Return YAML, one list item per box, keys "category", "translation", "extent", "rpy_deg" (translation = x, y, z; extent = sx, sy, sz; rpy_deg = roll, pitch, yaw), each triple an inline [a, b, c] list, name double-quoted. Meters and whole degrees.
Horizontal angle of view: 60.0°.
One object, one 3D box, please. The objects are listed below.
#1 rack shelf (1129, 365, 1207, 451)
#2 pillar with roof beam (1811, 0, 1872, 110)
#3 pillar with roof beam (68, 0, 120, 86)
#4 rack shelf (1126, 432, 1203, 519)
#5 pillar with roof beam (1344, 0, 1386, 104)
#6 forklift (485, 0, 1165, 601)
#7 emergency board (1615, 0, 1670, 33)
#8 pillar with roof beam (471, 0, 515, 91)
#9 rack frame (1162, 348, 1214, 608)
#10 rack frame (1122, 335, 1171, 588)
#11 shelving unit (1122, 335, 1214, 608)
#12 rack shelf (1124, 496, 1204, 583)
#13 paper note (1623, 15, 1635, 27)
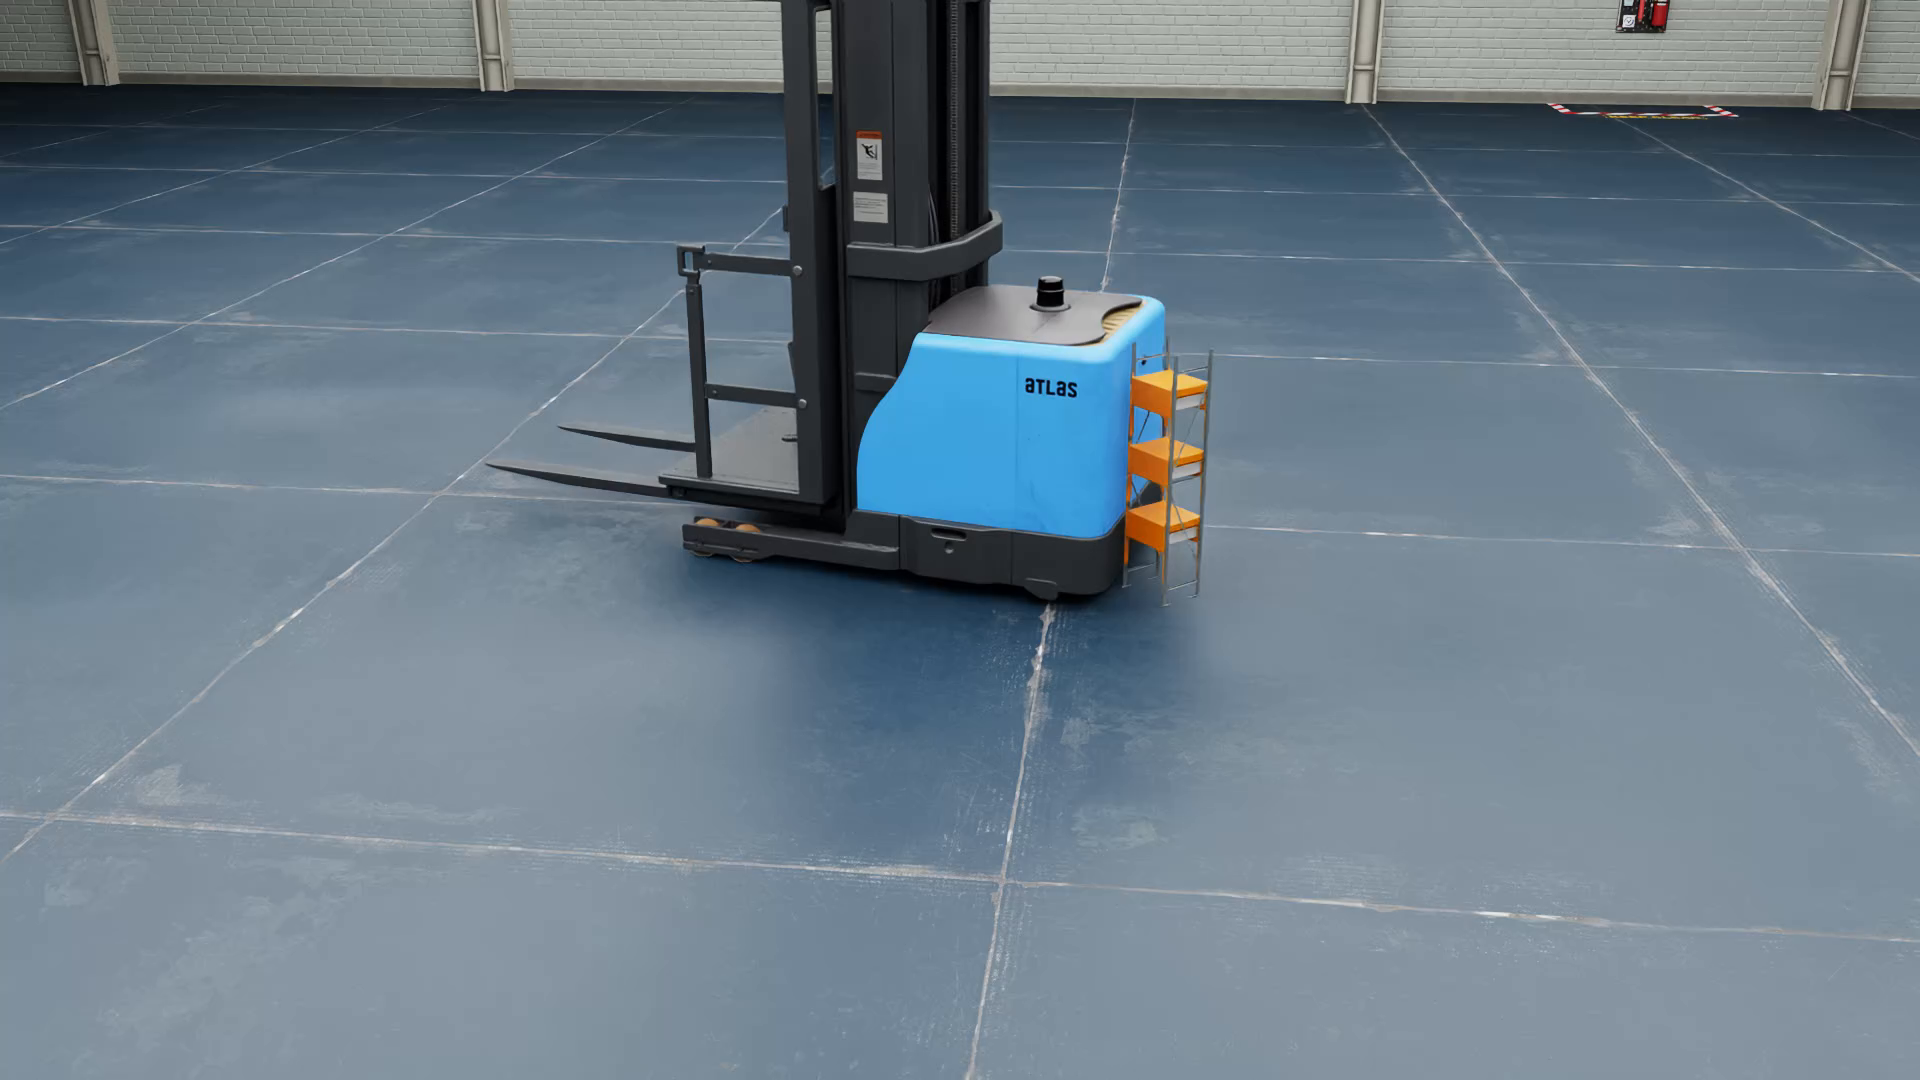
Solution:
- category: "rack shelf"
  translation: [0.832, -0.527, 6.601]
  extent: [0.215, 0.259, 0.240]
  rpy_deg: [-15, 26, -33]
- category: "pillar with roof beam"
  translation: [10.814, -8.224, 16.001]
  extent: [0.400, 9.000, 9.100]
  rpy_deg: [2, 22, 6]
- category: "pillar with roof beam"
  translation: [-13.020, -9.262, 18.628]
  extent: [0.400, 9.000, 9.100]
  rpy_deg: [2, 22, 6]
- category: "rack shelf"
  translation: [0.832, -0.263, 6.706]
  extent: [0.215, 0.259, 0.240]
  rpy_deg: [-15, 26, -33]
- category: "pillar with roof beam"
  translation: [4.855, -8.483, 16.658]
  extent: [0.400, 9.000, 9.100]
  rpy_deg: [2, 22, 6]
- category: "forklift"
  translation: [-0.677, -1.436, 7.085]
  extent: [3.031, 2.935, 1.130]
  rpy_deg: [8, 23, 19]
- category: "emergency board"
  translation: [8.871, -7.126, 21.385]
  extent: [0.643, 1.169, 0.194]
  rpy_deg: [2, 22, 6]
- category: "pillar with roof beam"
  translation: [-7.061, -9.002, 17.971]
  extent: [0.400, 9.000, 9.100]
  rpy_deg: [2, 22, 6]
- category: "rack frame"
  translation: [0.903, -0.236, 6.609]
  extent: [0.200, 1.050, 0.008]
  rpy_deg: [-15, 26, -33]
- category: "rack frame"
  translation: [0.761, -0.309, 6.794]
  extent: [0.200, 1.050, 0.008]
  rpy_deg: [-15, 26, -33]
- category: "shelving unit"
  translation: [0.832, -0.273, 6.702]
  extent: [0.215, 1.050, 0.252]
  rpy_deg: [-15, 26, -33]
- category: "rack shelf"
  translation: [0.832, -0.004, 6.808]
  extent: [0.215, 0.259, 0.240]
  rpy_deg: [-15, 26, -33]
- category: "paper note"
  translation: [8.703, -6.750, 21.630]
  extent: [0.142, 0.148, 0.016]
  rpy_deg: [2, 22, 6]
